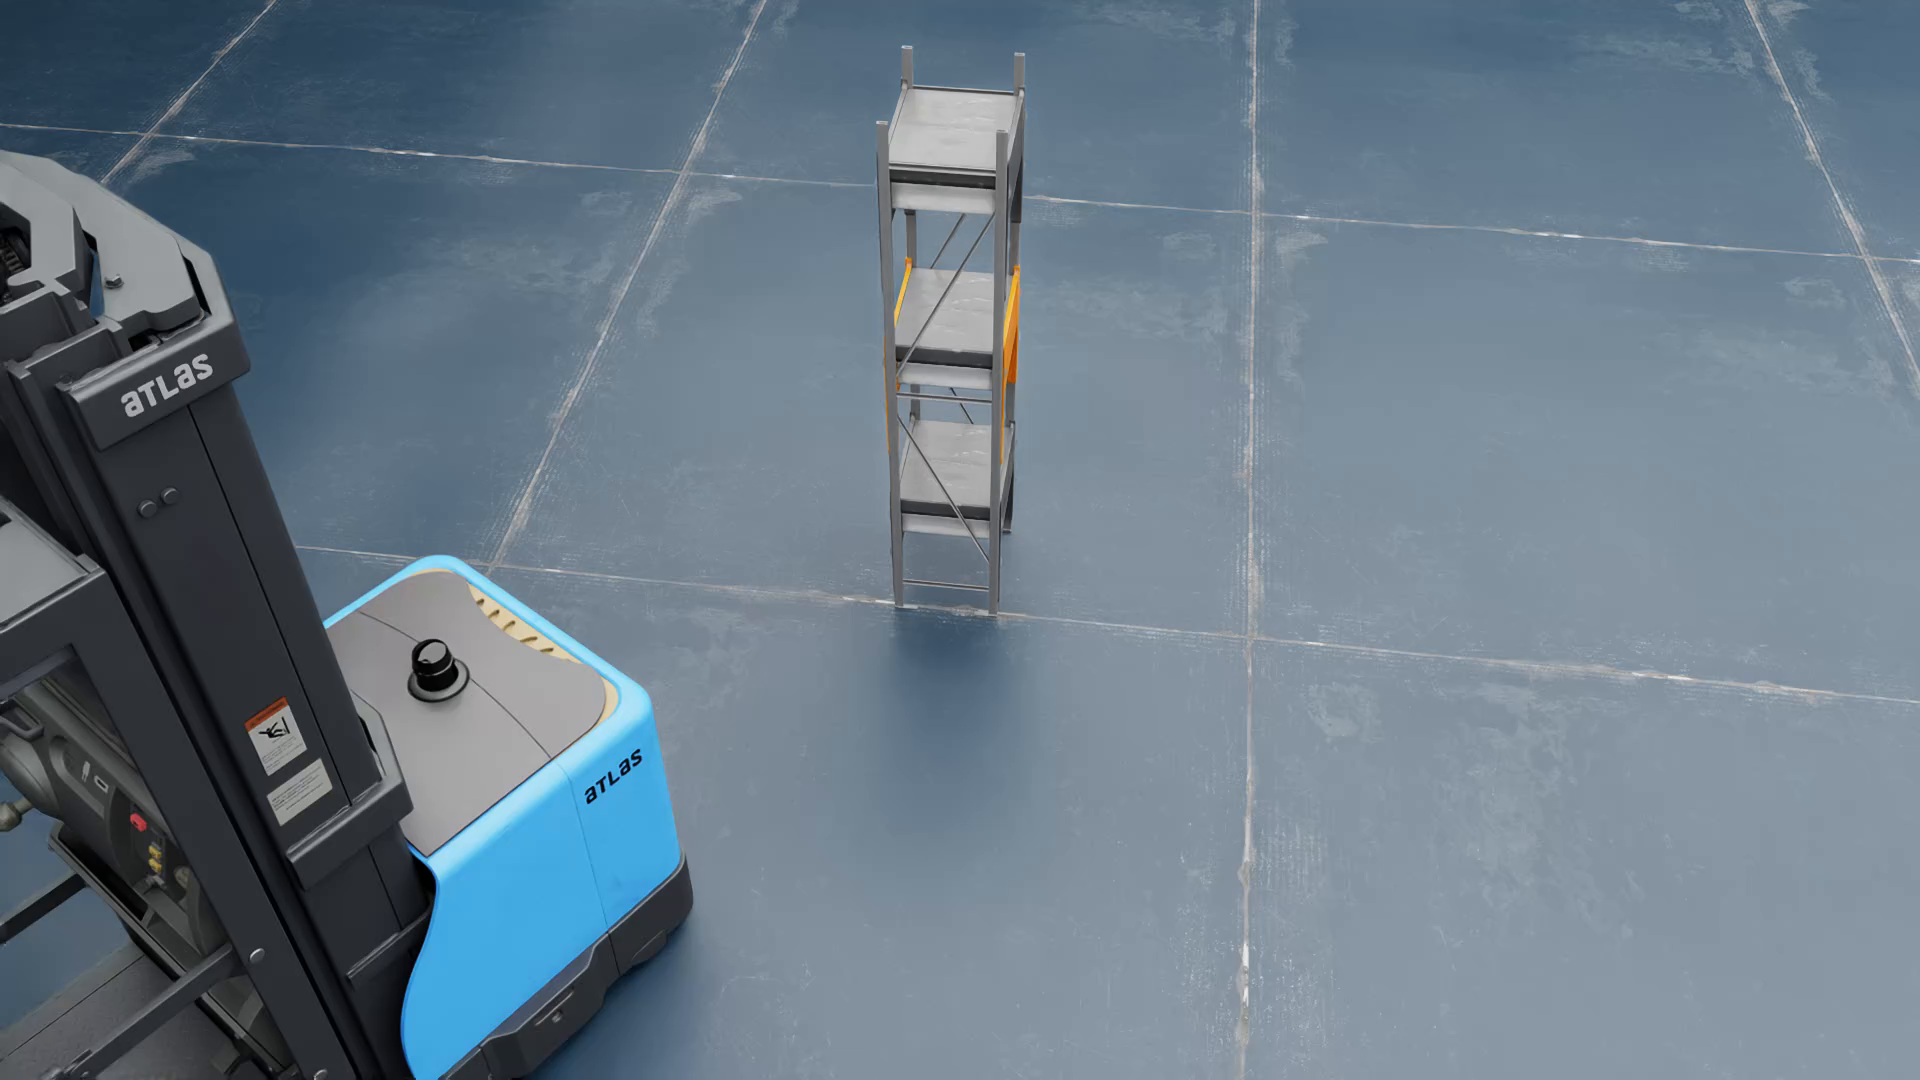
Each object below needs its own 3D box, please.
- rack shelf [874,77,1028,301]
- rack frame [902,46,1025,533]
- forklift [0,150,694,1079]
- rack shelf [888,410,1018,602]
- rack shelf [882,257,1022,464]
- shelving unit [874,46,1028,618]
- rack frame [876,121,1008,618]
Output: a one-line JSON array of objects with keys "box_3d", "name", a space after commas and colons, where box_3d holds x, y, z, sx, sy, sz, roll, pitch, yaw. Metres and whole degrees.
[{"box_3d": [-0.022, -1.148, 5.437, 0.431, 0.518, 0.480, 5, 44, 6], "name": "rack shelf"}, {"box_3d": [0.010, -0.816, 6.085, 0.400, 2.100, 0.015, 5, 44, 6], "name": "rack frame"}, {"box_3d": [-2.190, 0.729, 3.849, 1.130, 2.935, 3.031, 30, 51, 27], "name": "forklift"}, {"box_3d": [-0.022, -0.131, 6.400, 0.431, 0.518, 0.480, 5, 44, 6], "name": "rack shelf"}, {"box_3d": [-0.022, -0.640, 5.918, 0.431, 0.518, 0.480, 5, 44, 6], "name": "rack shelf"}, {"box_3d": [-0.022, -0.650, 5.909, 0.431, 2.100, 0.503, 5, 44, 6], "name": "shelving unit"}, {"box_3d": [-0.054, -0.483, 5.733, 0.400, 2.100, 0.015, 5, 44, 6], "name": "rack frame"}]
